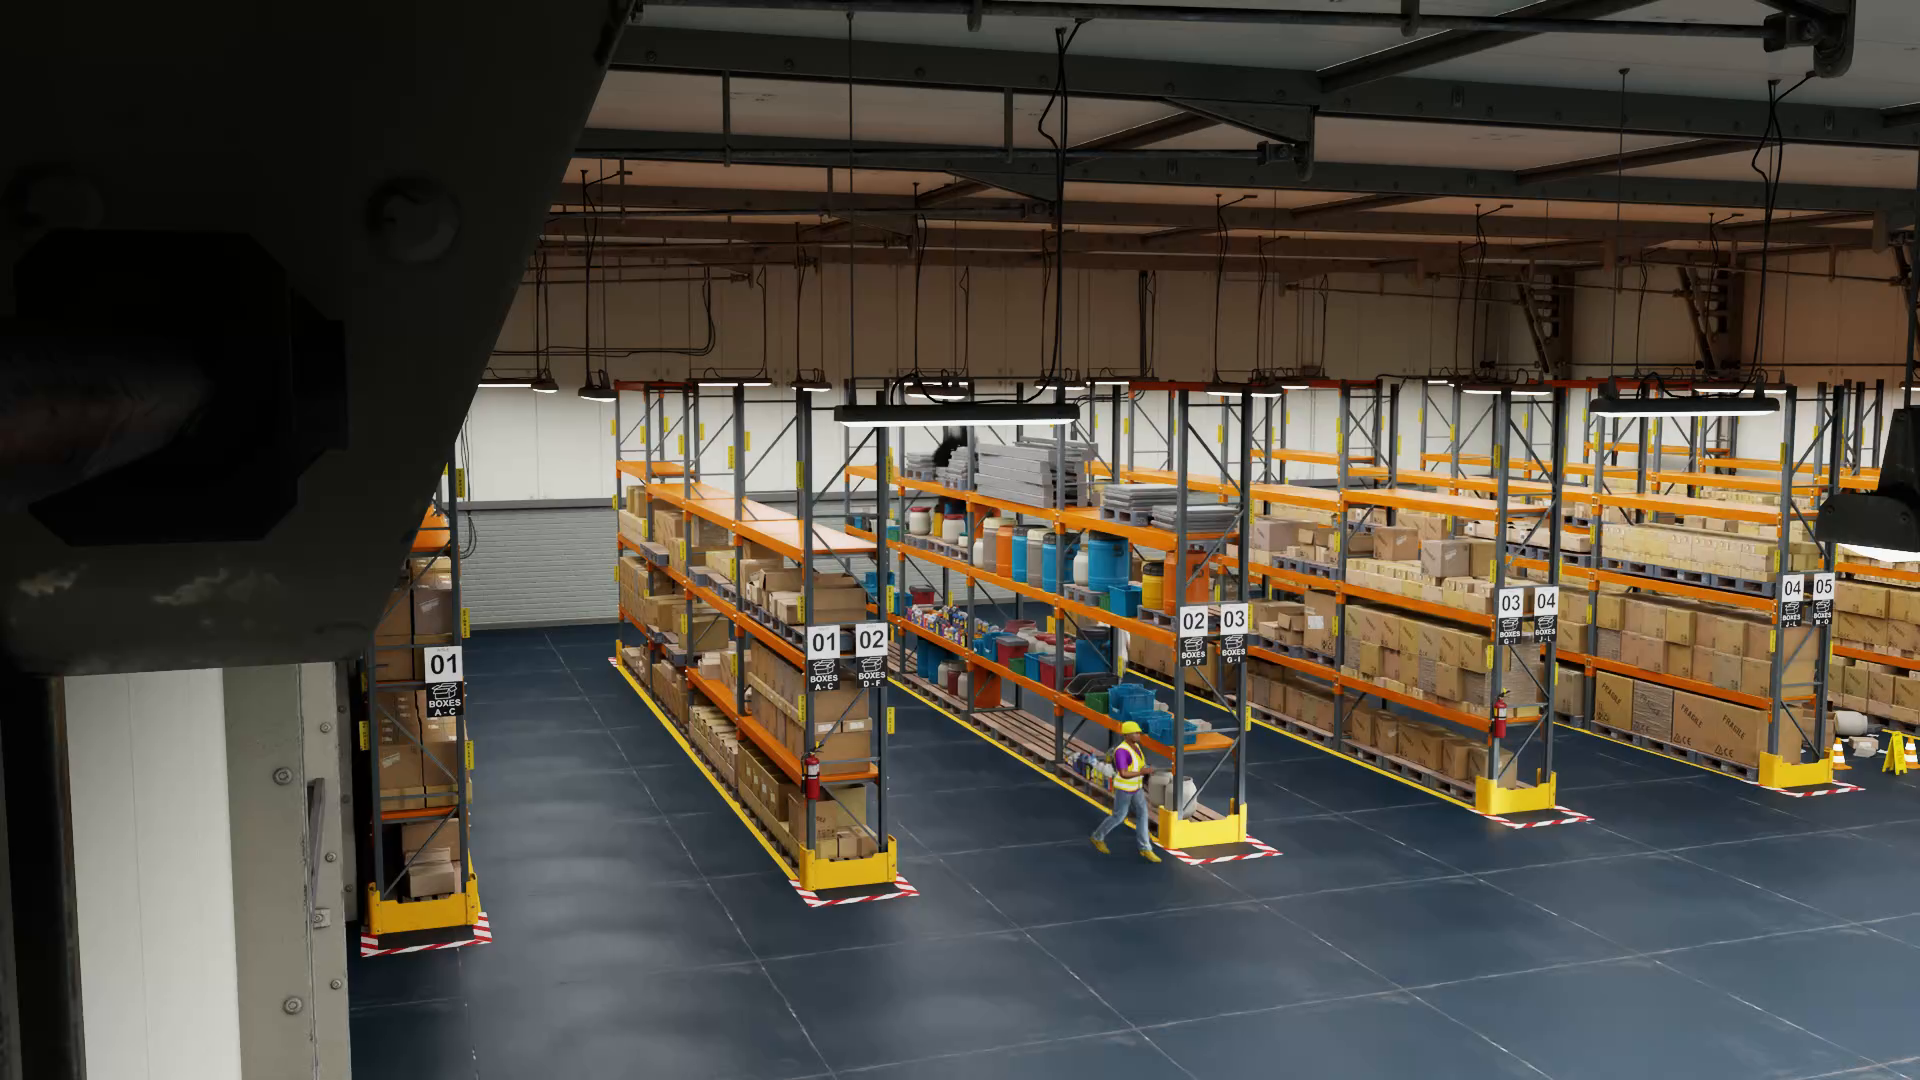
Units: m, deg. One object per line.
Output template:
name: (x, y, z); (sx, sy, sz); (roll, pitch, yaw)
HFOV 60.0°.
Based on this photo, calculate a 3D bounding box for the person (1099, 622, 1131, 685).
person: (2.976, 2.105, 31.951); (0.726, 1.743, 0.771); (-2, 6, -17)

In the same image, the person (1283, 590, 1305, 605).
person: (8.324, 1.128, 41.149); (0.885, 1.791, 0.747); (4, 7, 32)

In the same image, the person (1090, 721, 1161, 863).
person: (2.125, 3.184, 21.206); (0.950, 1.781, 0.688); (4, 7, 32)
